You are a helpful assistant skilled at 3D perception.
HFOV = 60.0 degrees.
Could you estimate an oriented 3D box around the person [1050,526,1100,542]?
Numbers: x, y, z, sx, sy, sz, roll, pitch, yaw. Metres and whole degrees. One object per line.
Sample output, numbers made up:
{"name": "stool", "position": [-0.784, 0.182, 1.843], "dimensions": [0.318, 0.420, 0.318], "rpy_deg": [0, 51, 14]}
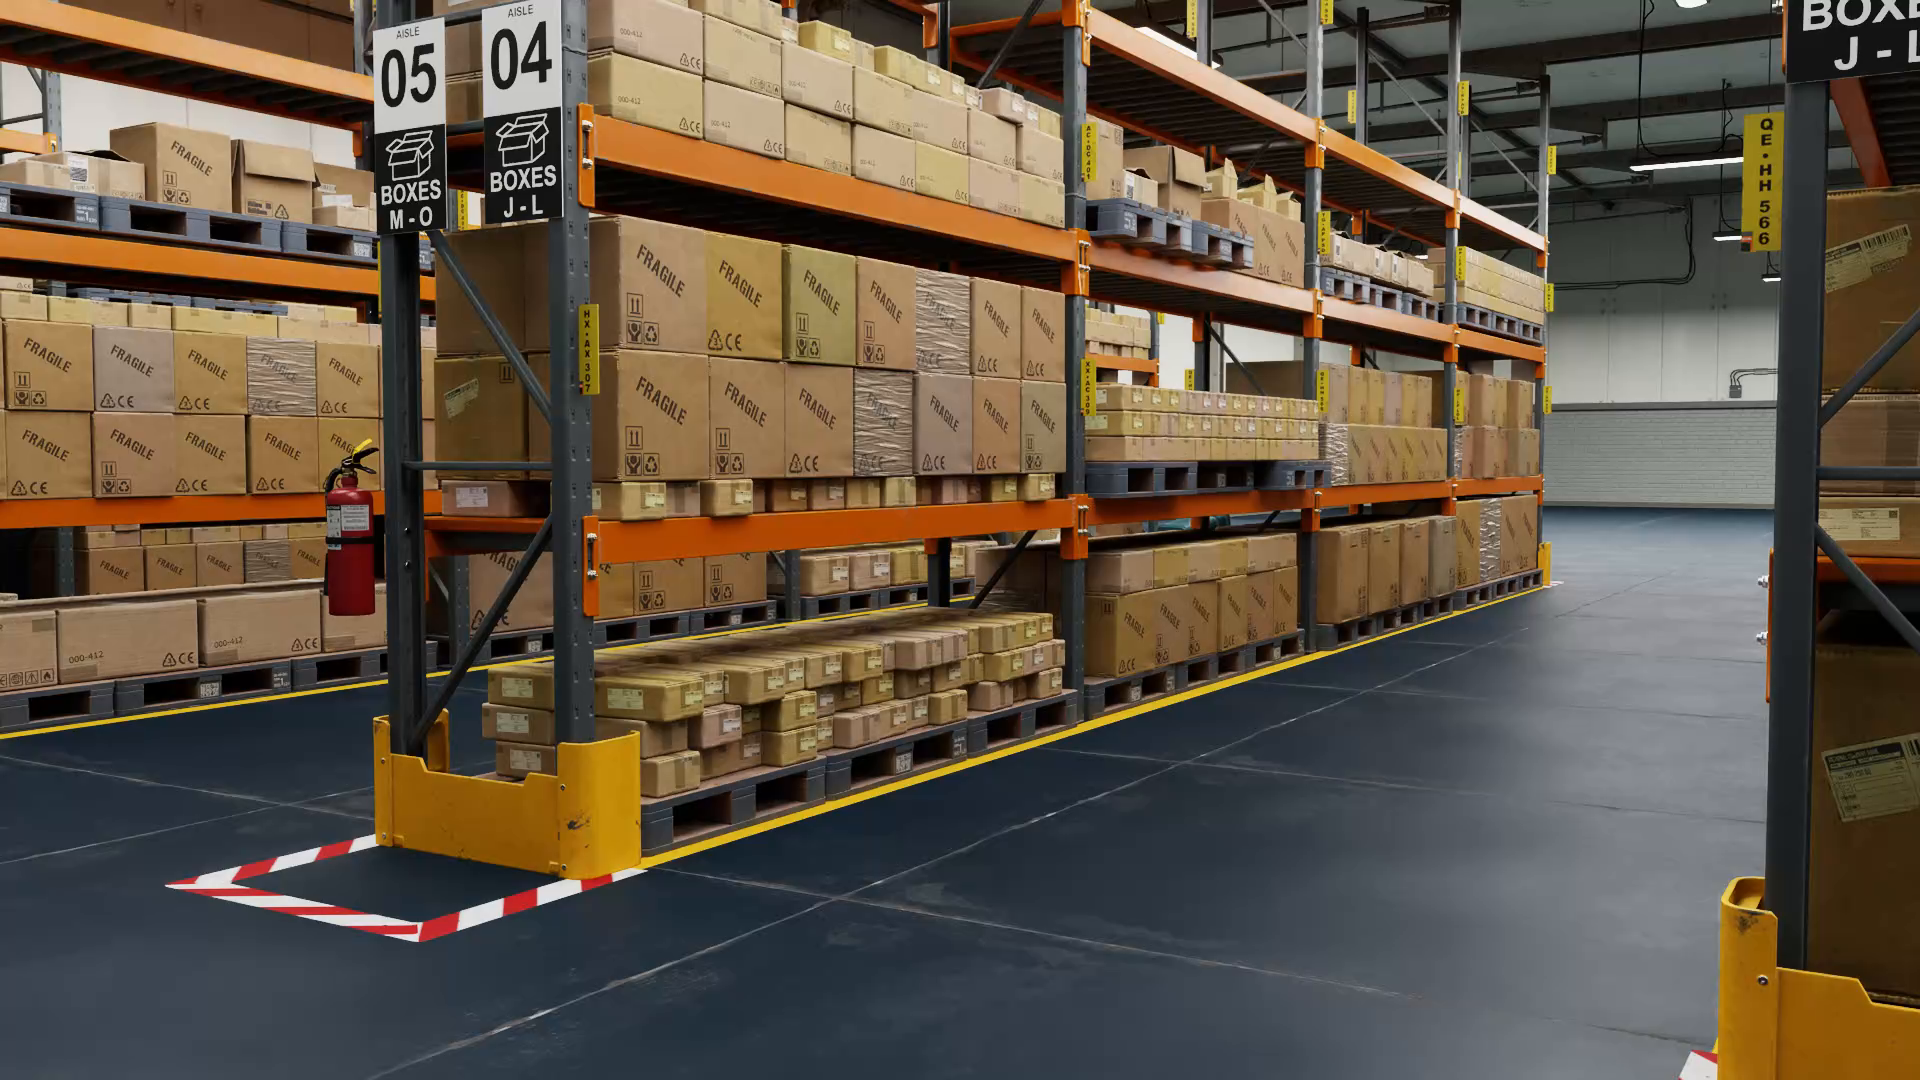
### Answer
{"name": "person", "position": [0.846, 0.326, 14.673], "dimensions": [0.821, 0.965, 0.497], "rpy_deg": [2, 3, 31]}
